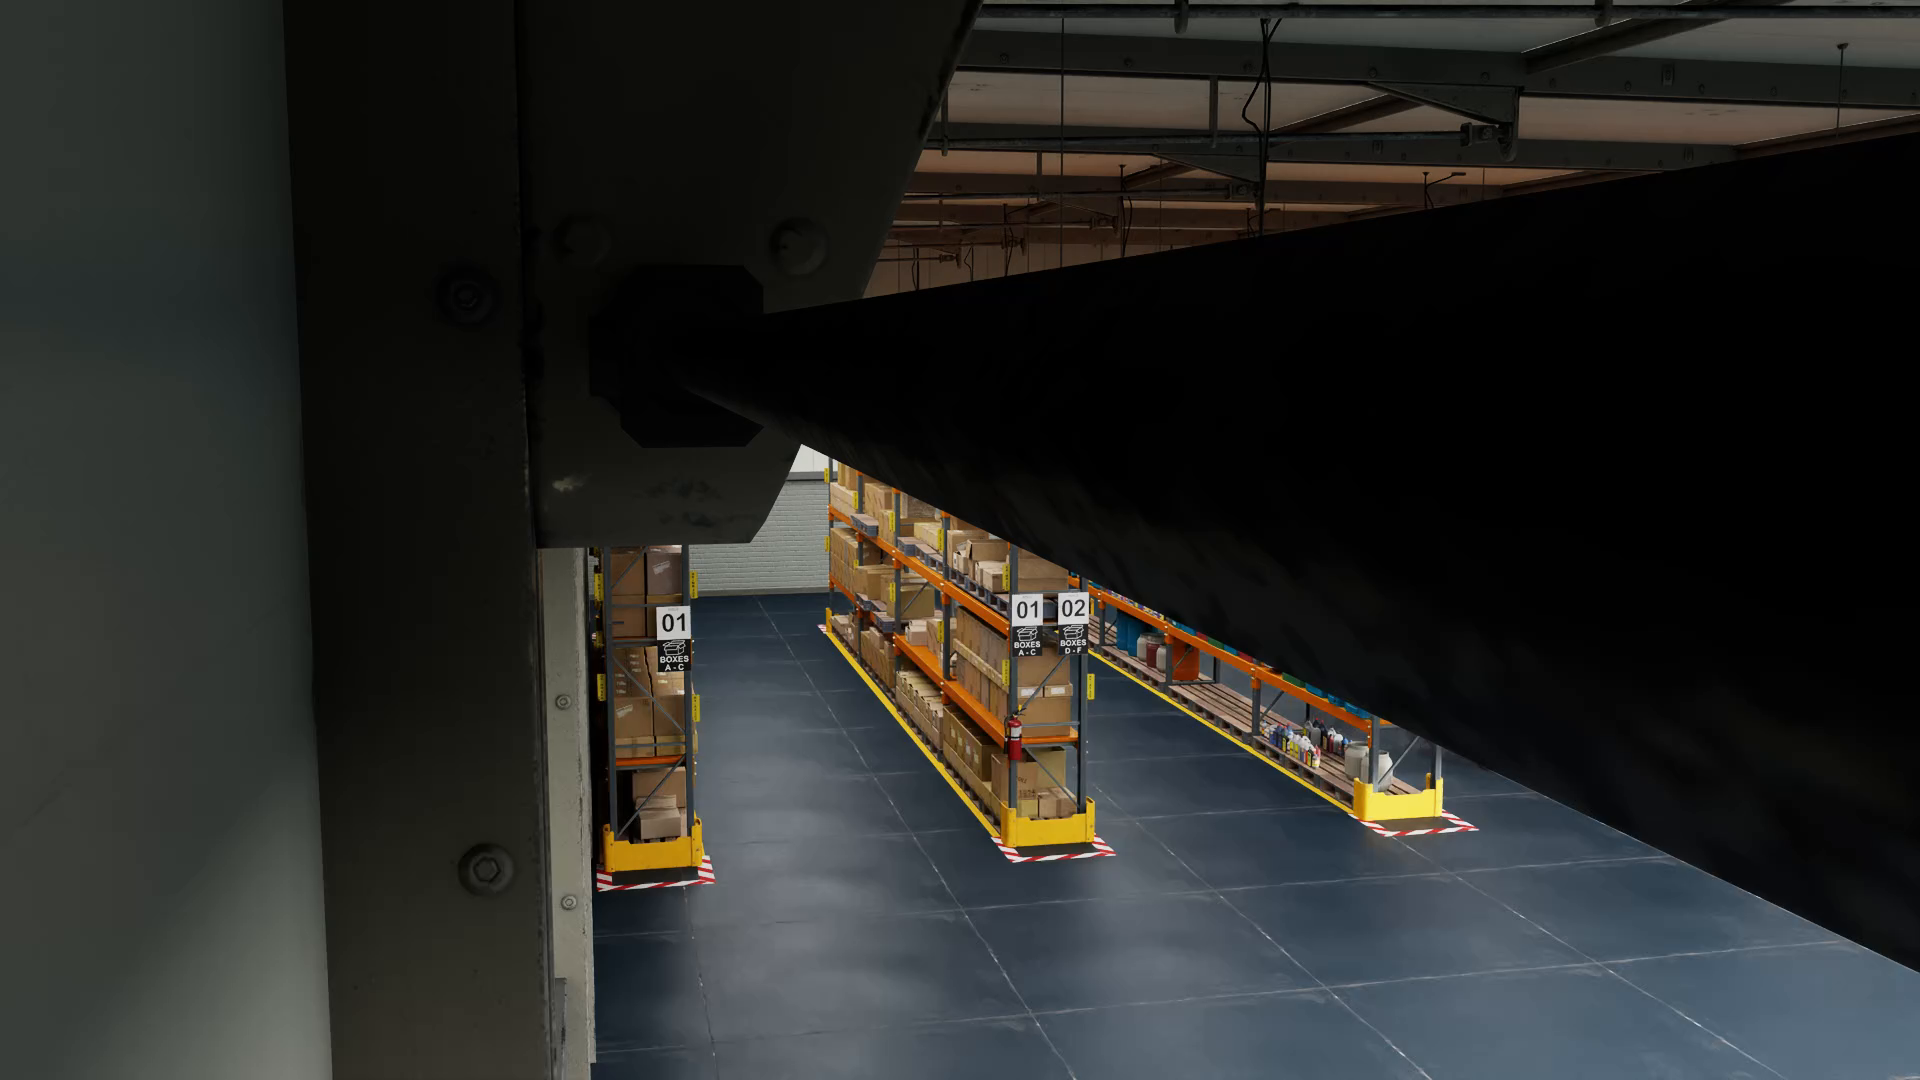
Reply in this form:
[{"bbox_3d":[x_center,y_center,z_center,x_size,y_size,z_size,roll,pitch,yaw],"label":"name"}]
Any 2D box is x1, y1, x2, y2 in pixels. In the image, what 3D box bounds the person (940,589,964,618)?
[{"bbox_3d":[-0.136,1.238,35.704,0.656,1.714,0.601,-3,7,-20],"label":"person"}]
